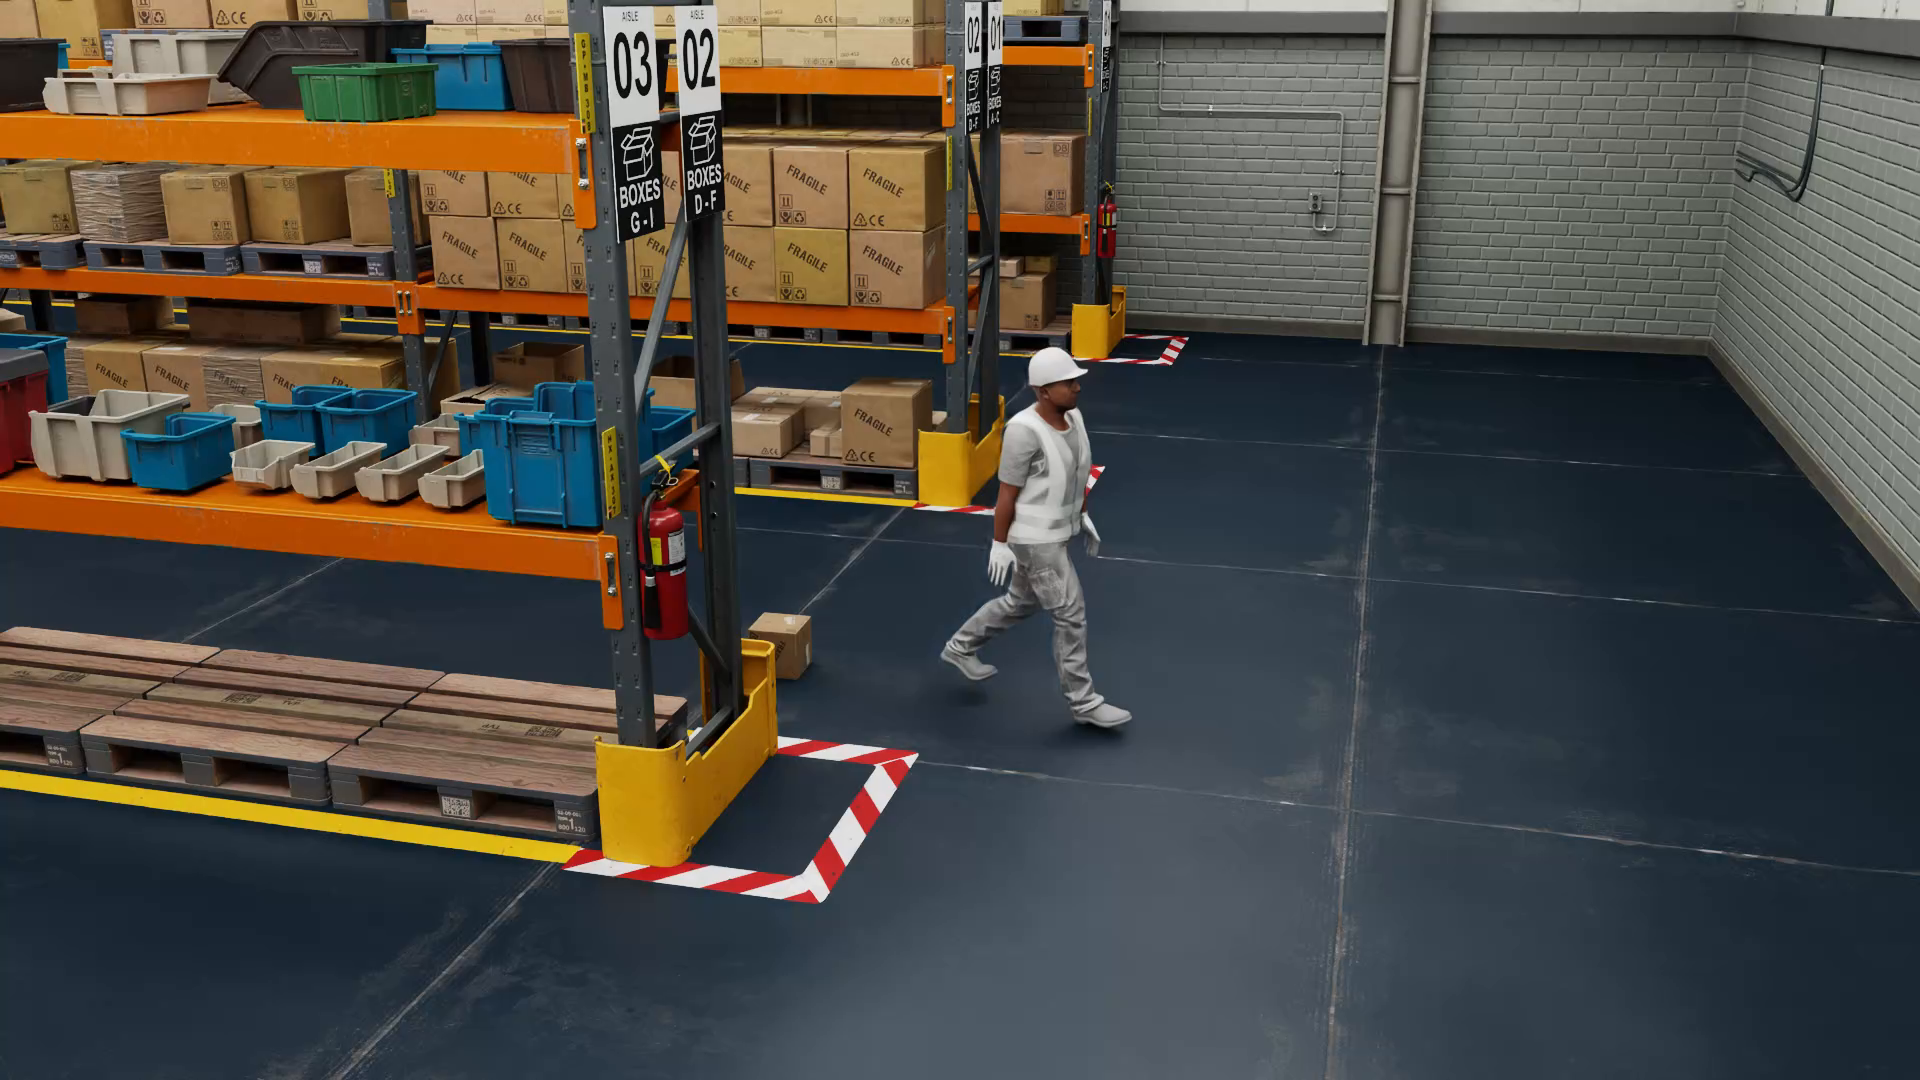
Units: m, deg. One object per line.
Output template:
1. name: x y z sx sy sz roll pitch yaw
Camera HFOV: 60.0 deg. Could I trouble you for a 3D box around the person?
1. person: 0.361 -0.037 7.660 1.044 1.745 0.583 9 20 25
